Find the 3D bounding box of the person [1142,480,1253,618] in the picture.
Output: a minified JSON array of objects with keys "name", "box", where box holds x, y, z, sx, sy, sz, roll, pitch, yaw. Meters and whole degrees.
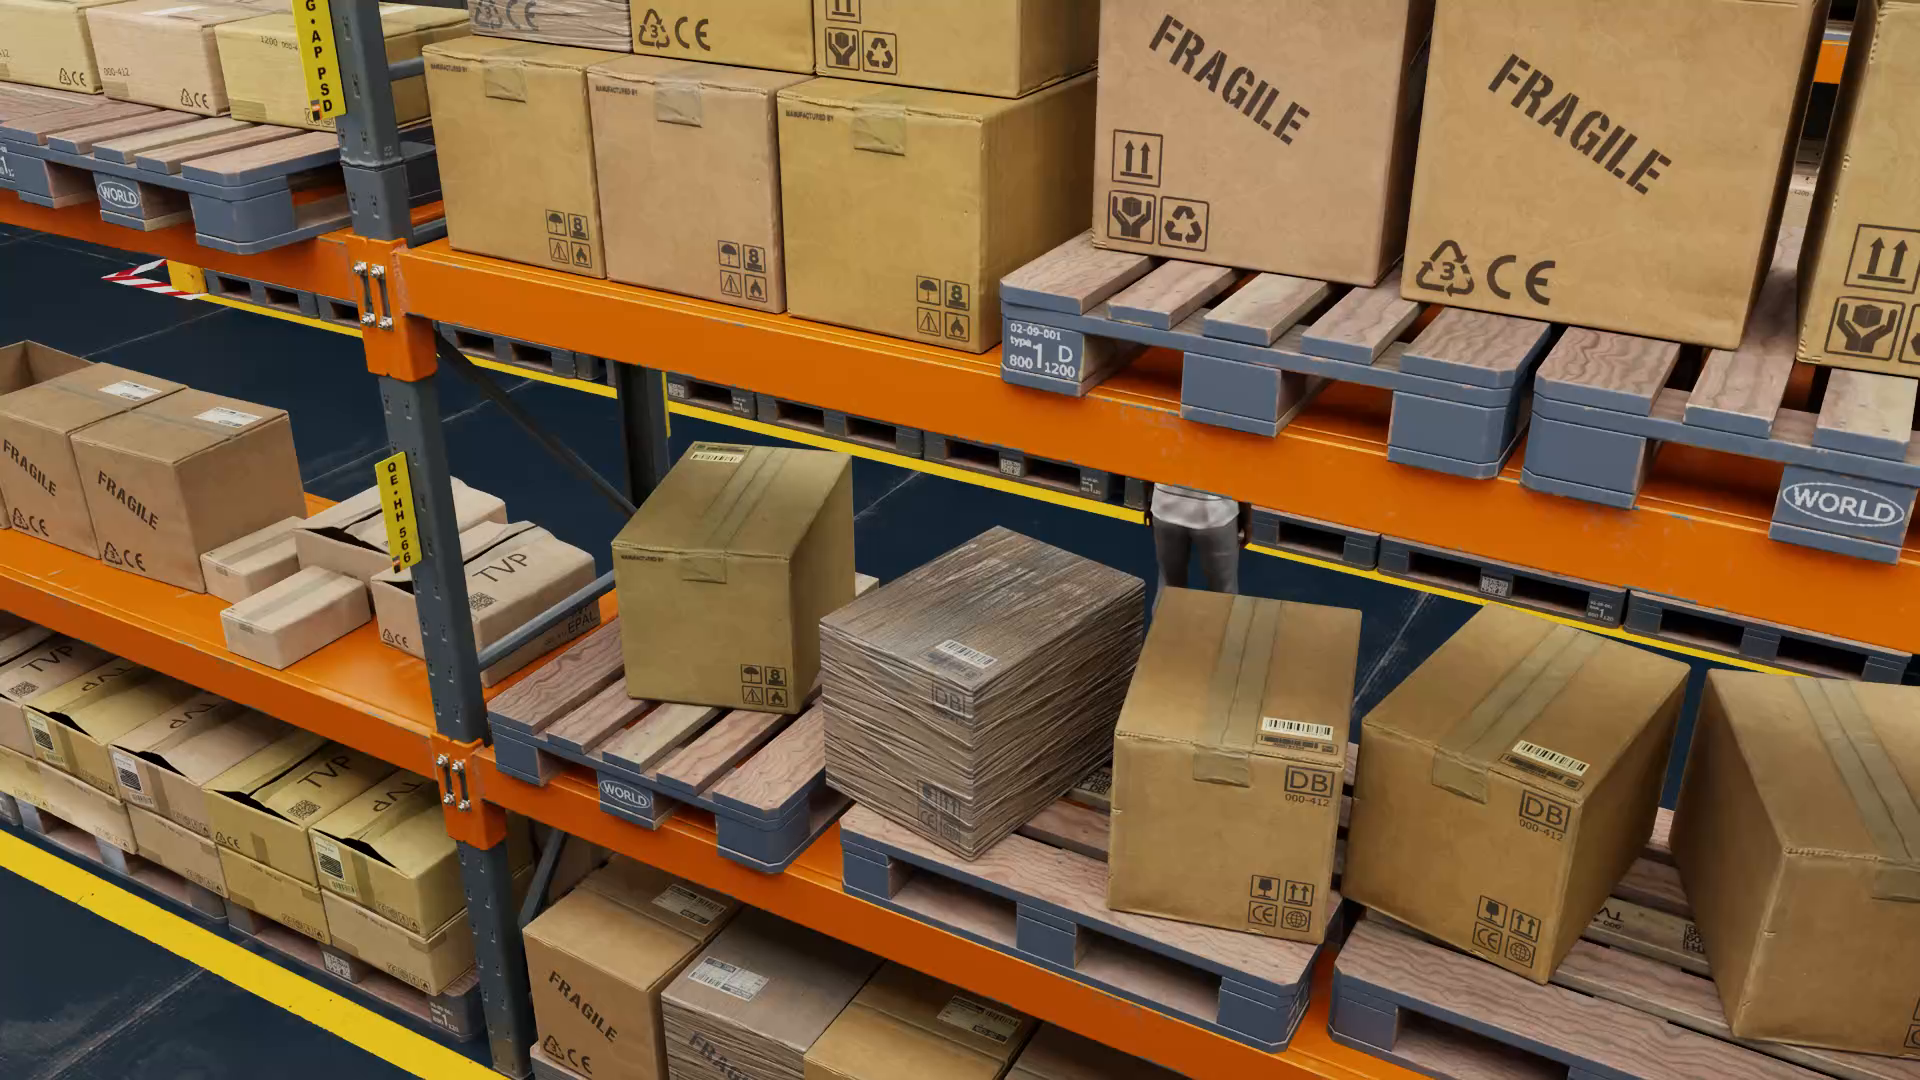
[{"name":"person","box":[1.058,-0.114,7.339,0.532,1.663,0.394,12,29,23]}]
